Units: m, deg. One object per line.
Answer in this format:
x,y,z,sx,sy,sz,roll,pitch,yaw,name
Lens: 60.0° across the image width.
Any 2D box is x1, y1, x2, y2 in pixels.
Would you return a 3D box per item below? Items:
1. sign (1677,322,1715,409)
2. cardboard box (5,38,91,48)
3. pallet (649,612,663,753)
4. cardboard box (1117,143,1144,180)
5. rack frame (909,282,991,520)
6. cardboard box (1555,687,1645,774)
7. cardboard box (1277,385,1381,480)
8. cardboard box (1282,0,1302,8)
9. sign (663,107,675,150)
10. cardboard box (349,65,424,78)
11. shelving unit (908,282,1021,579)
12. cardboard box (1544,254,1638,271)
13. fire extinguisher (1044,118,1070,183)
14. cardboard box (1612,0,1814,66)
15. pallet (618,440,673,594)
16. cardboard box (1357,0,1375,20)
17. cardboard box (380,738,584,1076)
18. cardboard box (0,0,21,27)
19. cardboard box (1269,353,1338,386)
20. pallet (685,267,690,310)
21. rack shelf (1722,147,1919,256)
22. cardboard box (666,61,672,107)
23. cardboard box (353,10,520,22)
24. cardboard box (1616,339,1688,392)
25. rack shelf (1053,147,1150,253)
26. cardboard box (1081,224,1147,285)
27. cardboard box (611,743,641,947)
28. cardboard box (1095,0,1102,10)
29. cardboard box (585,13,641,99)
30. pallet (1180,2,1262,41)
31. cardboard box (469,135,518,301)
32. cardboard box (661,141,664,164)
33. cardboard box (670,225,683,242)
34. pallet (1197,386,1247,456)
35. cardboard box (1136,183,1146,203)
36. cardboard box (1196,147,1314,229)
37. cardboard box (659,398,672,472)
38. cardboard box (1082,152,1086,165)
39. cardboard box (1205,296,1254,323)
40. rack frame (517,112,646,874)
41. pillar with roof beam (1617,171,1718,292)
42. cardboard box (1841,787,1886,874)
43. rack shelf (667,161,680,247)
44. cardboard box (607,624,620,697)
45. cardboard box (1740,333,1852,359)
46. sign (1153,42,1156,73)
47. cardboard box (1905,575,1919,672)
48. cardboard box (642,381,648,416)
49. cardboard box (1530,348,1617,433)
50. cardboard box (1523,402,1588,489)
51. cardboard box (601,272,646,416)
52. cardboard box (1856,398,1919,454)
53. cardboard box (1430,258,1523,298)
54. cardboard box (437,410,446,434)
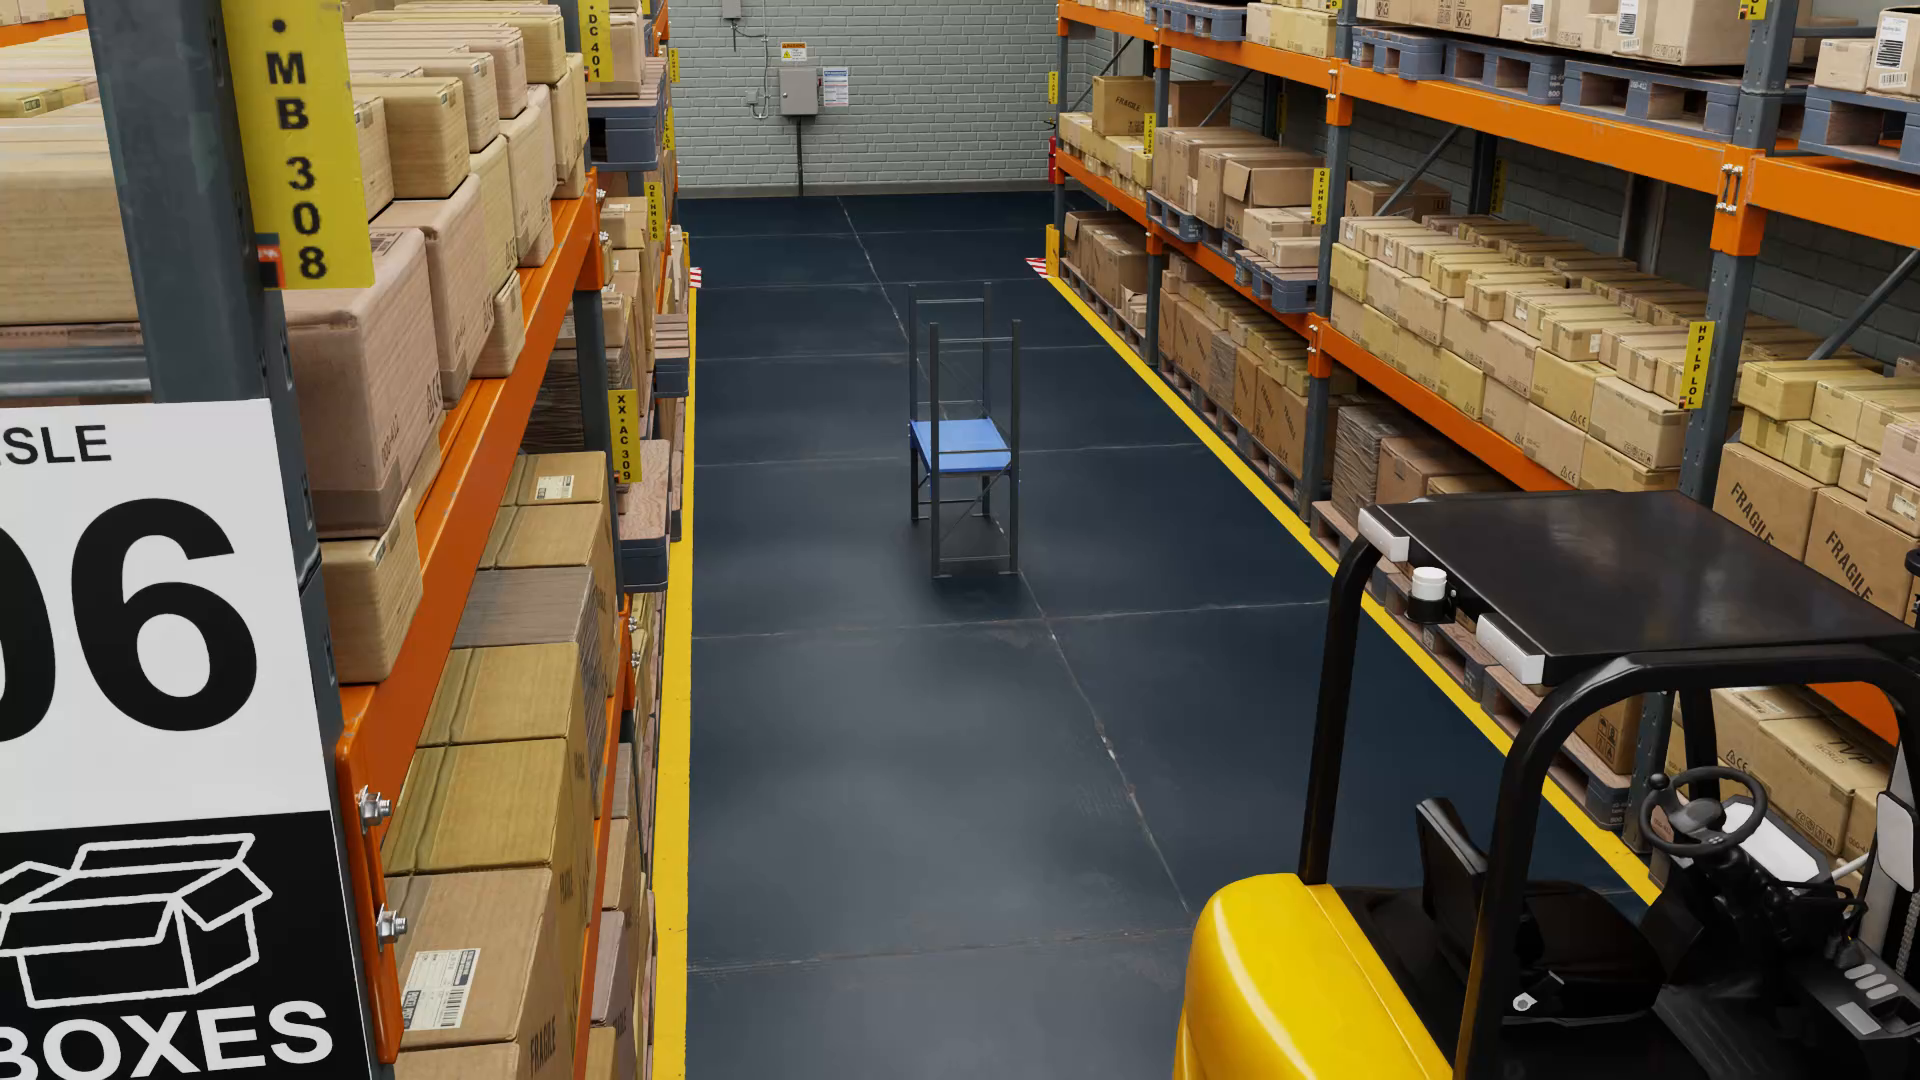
2.704,-0.640,6.100,0.100,0.325,0.005,-3,21,-8,sign
-1.644,-0.915,3.311,0.380,0.149,0.250,-3,21,-7,cardboard box
-1.965,0.700,8.040,1.003,0.211,1.213,-3,21,-8,pallet
1.684,-3.341,14.663,0.500,0.250,0.500,-3,21,-8,cardboard box
-0.061,-0.849,10.346,0.500,1.500,0.032,-3,21,-8,rack frame
3.153,0.571,7.195,0.875,0.625,0.625,-2,21,-5,cardboard box
2.389,-0.711,10.806,0.500,0.500,0.500,-2,21,-6,cardboard box
2.264,-3.449,10.521,0.380,0.149,0.250,-3,21,-8,cardboard box
-2.290,-3.219,13.007,0.100,0.325,0.005,-3,21,-8,sign
-1.065,-0.671,2.657,0.380,0.149,0.250,-3,21,-8,cardboard box
0.012,-0.673,9.875,0.538,1.500,1.048,-3,21,-8,shelving unit
3.219,-1.362,8.507,0.380,0.149,0.250,-3,21,-9,cardboard box
1.031,-4.137,17.648,0.296,0.674,0.183,-3,21,-8,fire extinguisher
2.894,-2.010,6.409,0.500,0.311,0.500,-4,21,-9,cardboard box
-1.638,-0.095,6.459,1.003,0.211,1.213,-3,21,-8,pallet
2.412,-2.953,9.140,0.380,0.166,0.250,-3,21,-8,cardboard box
-1.042,0.752,3.348,0.500,0.500,0.500,-3,21,-9,cardboard box
-7.596,-4.080,12.780,0.500,0.250,0.500,-3,21,-9,cardboard box
2.271,-1.131,11.002,0.380,0.149,0.250,-4,21,-11,cardboard box
-3.209,-2.489,16.578,1.003,0.211,1.213,-3,21,-8,pallet
3.527,-0.541,4.118,1.077,0.370,4.000,-3,21,-8,rack shelf
-2.993,-4.249,15.734,0.500,0.500,0.500,-3,21,-8,cardboard box
-1.348,-1.295,4.328,0.380,0.149,0.250,-2,21,-6,cardboard box
2.915,-0.711,6.763,0.380,0.149,0.250,-3,21,-9,cardboard box
1.798,-3.290,15.767,1.077,0.370,4.000,-3,21,-8,rack shelf
1.588,-2.831,16.481,0.700,0.500,0.500,-2,21,-6,cardboard box
-1.321,1.018,5.461,0.500,0.500,0.500,-3,21,-9,cardboard box
1.450,-4.950,15.253,0.380,0.149,0.250,-3,21,-8,cardboard box
-1.360,-1.668,5.721,0.500,0.250,0.500,-3,21,-9,cardboard box
2.263,-3.664,11.720,1.213,0.211,1.003,-3,21,-8,pallet
-1.066,-0.543,2.884,0.500,0.250,0.500,-2,21,-6,cardboard box
-2.513,-3.056,12.541,0.500,0.500,0.500,-2,21,-6,cardboard box
-3.208,-2.841,16.598,0.875,0.438,0.875,-4,21,-10,cardboard box
2.420,-0.925,12.393,1.003,0.211,1.213,-3,21,-8,pallet
1.731,-3.004,14.331,0.380,0.149,0.250,-2,21,-6,cardboard box
2.122,-2.549,12.010,0.700,0.500,0.500,-3,21,-8,cardboard box
-2.266,-0.743,10.355,0.875,0.875,0.875,-3,21,-8,cardboard box
1.416,-3.809,16.486,0.380,0.149,0.250,-2,21,-6,cardboard box
2.091,-1.764,12.697,0.380,0.149,0.250,-3,21,-8,cardboard box
-1.672,0.087,5.697,1.000,3.000,0.127,-3,21,-8,rack frame
-0.518,-3.737,7.361,9.100,9.000,0.400,-3,21,-8,pillar with roof beam
3.145,0.990,5.178,0.500,0.250,0.500,-2,21,-6,cardboard box
-3.114,-3.039,15.093,1.077,0.370,4.000,-3,21,-8,rack shelf
-1.281,0.386,5.254,0.380,0.149,0.250,-2,21,-7,cardboard box
3.414,-0.744,6.850,0.380,0.149,0.250,-4,21,-10,cardboard box
2.061,-5.031,17.293,0.100,0.325,0.005,-3,21,-8,sign
3.210,0.310,4.957,0.500,0.500,0.500,-3,21,-8,cardboard box
-1.600,-0.652,7.435,0.380,0.149,0.250,-2,21,-6,cardboard box
2.834,-0.664,7.206,0.500,0.250,0.500,-3,21,-9,cardboard box
2.830,-0.430,7.294,0.500,0.250,0.500,-3,21,-8,cardboard box
-1.586,-0.818,6.952,0.500,0.500,0.500,-3,21,-8,cardboard box
3.164,-0.356,5.387,0.380,0.149,0.250,-3,21,-9,cardboard box
2.613,-1.329,8.418,0.380,0.149,0.250,-2,21,-7,cardboard box
-1.013,-0.212,2.567,0.380,0.149,0.250,-3,21,-8,cardboard box
